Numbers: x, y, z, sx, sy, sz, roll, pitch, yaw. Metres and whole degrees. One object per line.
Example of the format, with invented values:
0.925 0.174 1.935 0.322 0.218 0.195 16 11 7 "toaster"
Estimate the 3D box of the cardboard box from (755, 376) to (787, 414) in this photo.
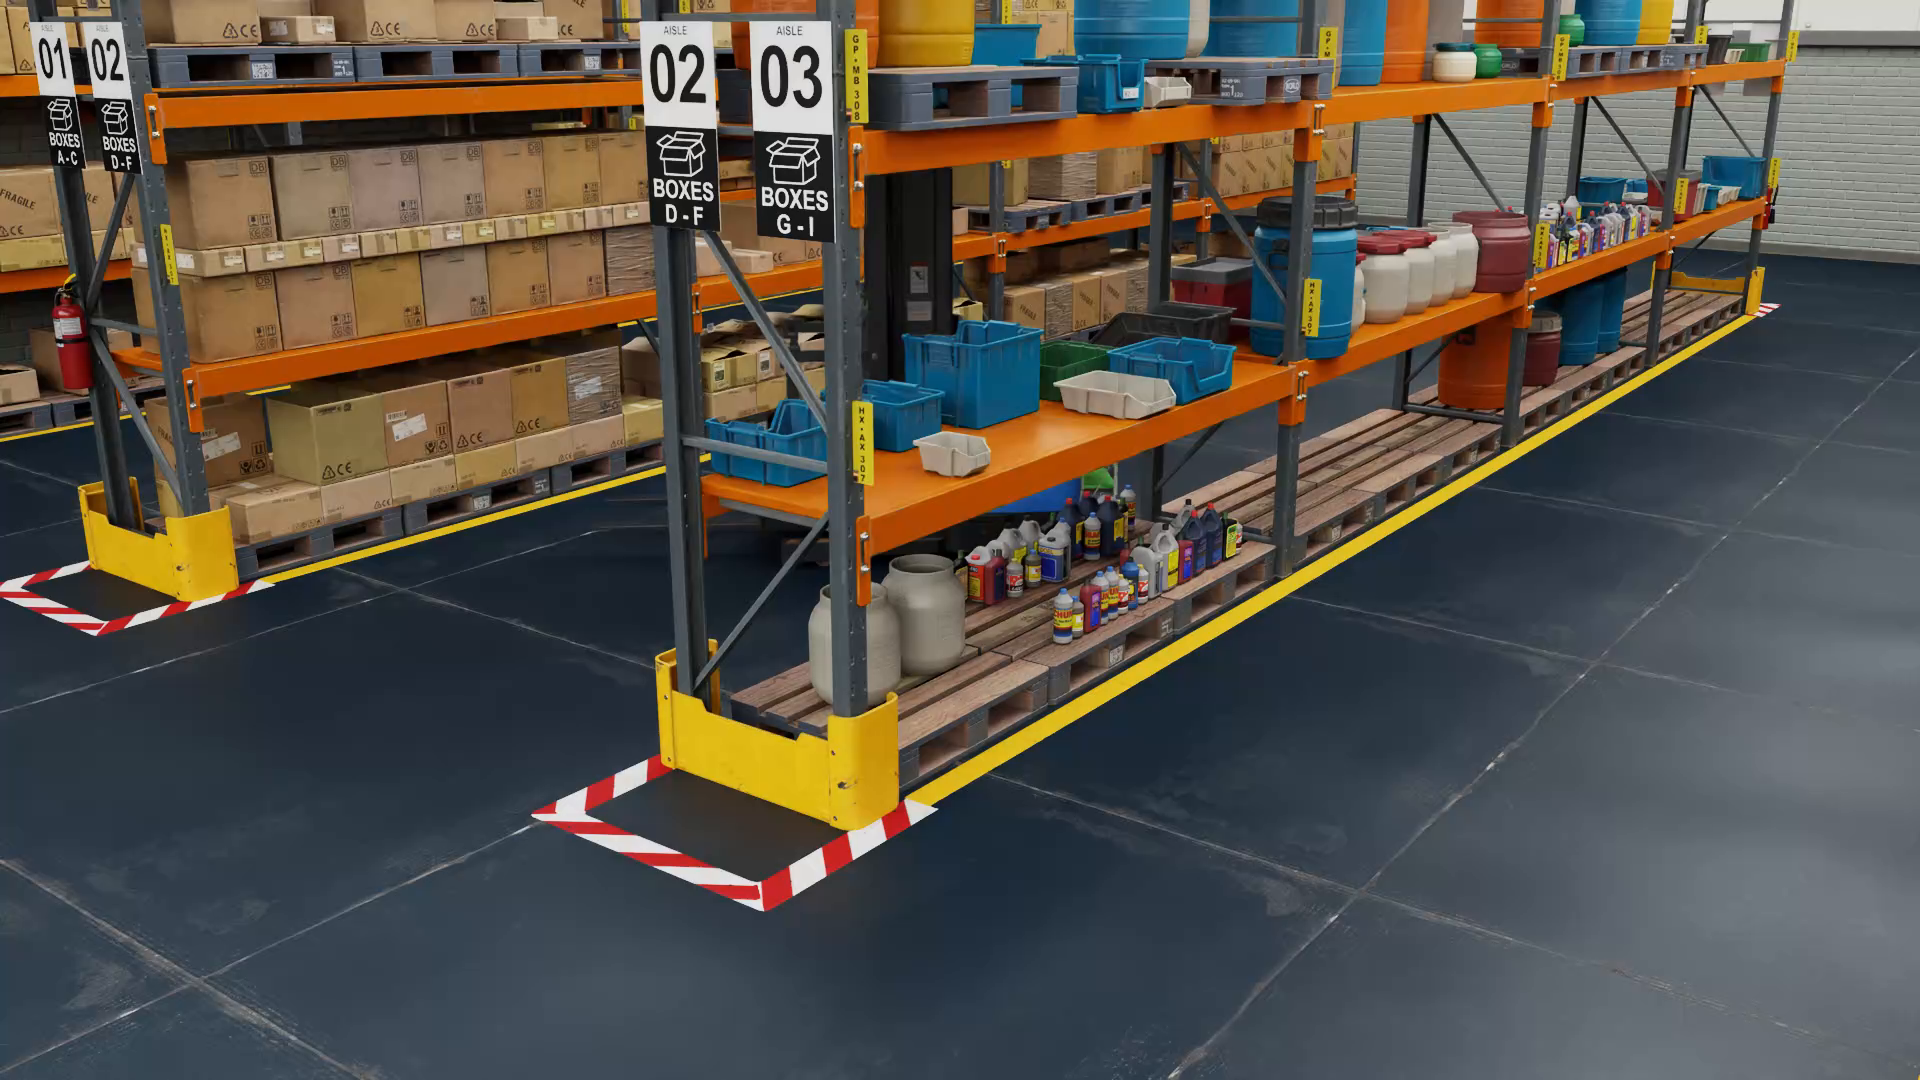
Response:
-1.661 -1.231 13.577 0.500 0.250 0.500 13 22 36 "cardboard box"

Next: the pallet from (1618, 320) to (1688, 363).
6.743 -2.049 16.986 1.003 0.211 1.213 12 21 35 "pallet"

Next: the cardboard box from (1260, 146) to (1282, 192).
3.485 -4.437 19.806 0.500 0.500 0.500 12 21 34 "cardboard box"

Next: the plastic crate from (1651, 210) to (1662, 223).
6.728 -3.187 16.292 0.396 0.136 0.243 12 21 35 "plastic crate"

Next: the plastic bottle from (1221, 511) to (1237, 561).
1.548 -0.033 9.632 0.061 0.283 0.133 14 22 37 "plastic bottle"

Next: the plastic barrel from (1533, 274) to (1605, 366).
5.577 -2.102 15.285 0.600 0.901 0.708 12 21 35 "plastic barrel"

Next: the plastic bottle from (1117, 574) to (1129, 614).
0.840 0.280 8.761 0.097 0.201 0.097 0 17 0 "plastic bottle"

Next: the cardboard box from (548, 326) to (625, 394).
-2.934 -1.360 12.729 0.500 0.500 0.500 12 21 35 "cardboard box"

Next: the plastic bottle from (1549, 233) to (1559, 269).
4.746 -2.343 13.440 0.152 0.276 0.135 12 21 35 "plastic bottle"

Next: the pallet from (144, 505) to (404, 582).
-4.368 -0.075 10.628 1.003 0.211 1.213 12 21 35 "pallet"

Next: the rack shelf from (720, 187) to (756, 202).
-2.812 -4.129 20.197 1.077 0.370 4.000 12 21 35 "rack shelf"

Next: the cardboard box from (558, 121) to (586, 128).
-4.185 -4.477 18.098 0.380 0.149 0.250 9 20 28 "cardboard box"

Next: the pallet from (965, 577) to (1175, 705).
0.410 0.483 8.833 1.003 0.211 1.213 12 21 35 "pallet"

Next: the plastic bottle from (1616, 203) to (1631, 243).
5.941 -2.854 14.961 0.144 0.351 0.185 12 21 35 "plastic bottle"

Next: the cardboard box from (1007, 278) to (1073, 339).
0.785 -2.322 16.637 0.500 0.500 0.500 12 21 33 "cardboard box"

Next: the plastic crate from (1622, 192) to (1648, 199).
7.132 -3.569 17.523 0.293 0.136 0.466 12 21 35 "plastic crate"

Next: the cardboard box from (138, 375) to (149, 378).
-7.356 -1.515 14.630 0.380 0.149 0.250 10 20 30 "cardboard box"

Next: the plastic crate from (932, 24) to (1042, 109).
0.081 -2.273 7.974 0.392 0.384 0.575 12 21 35 "plastic crate"

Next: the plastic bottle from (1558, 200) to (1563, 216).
5.696 -3.099 15.863 0.061 0.283 0.133 12 21 35 "plastic bottle"

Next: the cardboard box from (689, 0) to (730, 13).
-2.007 -4.229 12.527 0.500 0.500 0.500 13 21 35 "cardboard box"

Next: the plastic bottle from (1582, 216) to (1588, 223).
5.513 -2.709 14.628 0.097 0.271 0.097 0 17 0 "plastic bottle"

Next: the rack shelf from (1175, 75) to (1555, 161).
2.761 -2.859 11.046 1.077 0.370 4.000 12 21 35 "rack shelf"

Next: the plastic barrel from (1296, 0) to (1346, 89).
2.088 -3.280 10.347 0.600 0.901 0.600 0 17 0 "plastic barrel"

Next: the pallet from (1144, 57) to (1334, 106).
1.218 -2.447 8.825 1.213 0.211 1.003 12 21 35 "pallet"

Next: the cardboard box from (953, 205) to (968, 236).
-0.275 -3.001 15.499 0.500 0.311 0.500 14 22 38 "cardboard box"

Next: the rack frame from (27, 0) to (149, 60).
-4.790 -4.082 8.715 1.000 3.000 0.127 12 21 35 "rack frame"

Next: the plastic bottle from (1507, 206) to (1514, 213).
4.850 -2.773 14.698 0.144 0.351 0.185 12 21 35 "plastic bottle"

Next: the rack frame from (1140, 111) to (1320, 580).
1.570 -1.293 9.851 1.000 3.000 0.127 12 21 35 "rack frame"

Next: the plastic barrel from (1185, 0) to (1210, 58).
1.155 -2.912 9.108 0.421 0.512 0.421 0 17 0 "plastic barrel"

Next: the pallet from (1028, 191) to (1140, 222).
1.132 -3.495 17.263 1.003 0.211 1.213 12 21 35 "pallet"

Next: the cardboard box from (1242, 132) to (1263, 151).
3.174 -4.786 19.242 0.500 0.500 0.500 12 21 33 "cardboard box"

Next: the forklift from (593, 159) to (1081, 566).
-0.779 -1.398 10.304 3.031 2.935 1.130 -1 17 -4 "forklift"

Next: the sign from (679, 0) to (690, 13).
-1.960 -3.789 11.824 0.100 0.325 0.005 12 21 35 "sign"

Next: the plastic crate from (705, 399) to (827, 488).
-0.756 -0.442 7.359 0.499 0.251 0.616 12 21 35 "plastic crate"

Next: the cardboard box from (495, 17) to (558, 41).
-2.905 -3.414 11.101 0.380 0.149 0.250 12 21 35 "cardboard box"

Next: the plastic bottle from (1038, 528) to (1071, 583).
0.524 0.083 9.271 0.152 0.276 0.135 12 21 35 "plastic bottle"

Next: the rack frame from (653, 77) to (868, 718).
-0.814 -0.341 6.783 1.000 3.000 0.127 12 21 35 "rack frame"

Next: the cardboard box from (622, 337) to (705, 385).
-2.395 -1.472 13.408 0.500 0.311 0.500 12 21 35 "cardboard box"

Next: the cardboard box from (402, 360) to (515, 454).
-3.395 -0.908 11.272 0.500 0.500 0.500 12 21 35 "cardboard box"

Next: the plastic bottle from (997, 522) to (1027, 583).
0.279 0.071 9.182 0.144 0.351 0.185 13 22 37 "plastic bottle"

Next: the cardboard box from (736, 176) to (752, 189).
-2.716 -4.291 19.894 0.380 0.149 0.250 13 21 35 "cardboard box"

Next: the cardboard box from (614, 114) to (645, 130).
-3.509 -4.624 18.606 0.500 0.250 0.500 13 22 36 "cardboard box"

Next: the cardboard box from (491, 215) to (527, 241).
-3.154 -2.122 11.258 0.380 0.149 0.250 13 22 36 "cardboard box"

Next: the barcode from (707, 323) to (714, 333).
-1.920 -1.632 12.794 0.001 0.075 0.075 12 21 35 "barcode"

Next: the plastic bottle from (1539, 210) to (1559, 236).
5.325 -2.849 15.070 0.152 0.276 0.135 12 21 35 "plastic bottle"

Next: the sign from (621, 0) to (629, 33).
-3.569 -5.580 17.724 0.100 0.325 0.005 12 21 35 "sign"

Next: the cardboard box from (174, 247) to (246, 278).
-4.383 -1.630 9.672 0.380 0.149 0.250 12 21 34 "cardboard box"

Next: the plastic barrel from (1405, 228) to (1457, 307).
3.261 -1.916 11.668 0.421 0.512 0.421 0 17 0 "plastic barrel"

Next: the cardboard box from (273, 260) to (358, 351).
-4.192 -1.499 10.346 0.700 0.500 0.500 13 22 36 "cardboard box"

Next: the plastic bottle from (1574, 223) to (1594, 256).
5.297 -2.563 14.149 0.152 0.276 0.135 12 21 35 "plastic bottle"

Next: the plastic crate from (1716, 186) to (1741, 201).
8.379 -3.828 18.356 0.396 0.136 0.243 12 21 35 "plastic crate"

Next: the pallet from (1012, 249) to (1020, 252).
0.350 -4.366 24.448 1.003 0.211 1.213 12 21 35 "pallet"

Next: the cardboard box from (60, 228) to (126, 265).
-7.315 -2.456 13.813 0.500 0.250 0.500 13 21 35 "cardboard box"

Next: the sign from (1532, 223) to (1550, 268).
4.399 -2.228 12.587 0.100 0.325 0.005 12 21 35 "sign"

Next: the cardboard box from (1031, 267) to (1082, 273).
0.962 -2.652 17.699 0.500 0.500 0.500 11 21 33 "cardboard box"

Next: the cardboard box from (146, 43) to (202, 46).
-6.801 -4.252 14.117 0.500 0.500 0.500 10 20 30 "cardboard box"

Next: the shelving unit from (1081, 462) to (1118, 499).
0.865 -0.646 10.802 0.258 1.200 0.503 -1 17 -5 "shelving unit"

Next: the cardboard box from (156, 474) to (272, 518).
-4.707 -0.284 10.529 0.500 0.250 0.500 12 21 35 "cardboard box"
